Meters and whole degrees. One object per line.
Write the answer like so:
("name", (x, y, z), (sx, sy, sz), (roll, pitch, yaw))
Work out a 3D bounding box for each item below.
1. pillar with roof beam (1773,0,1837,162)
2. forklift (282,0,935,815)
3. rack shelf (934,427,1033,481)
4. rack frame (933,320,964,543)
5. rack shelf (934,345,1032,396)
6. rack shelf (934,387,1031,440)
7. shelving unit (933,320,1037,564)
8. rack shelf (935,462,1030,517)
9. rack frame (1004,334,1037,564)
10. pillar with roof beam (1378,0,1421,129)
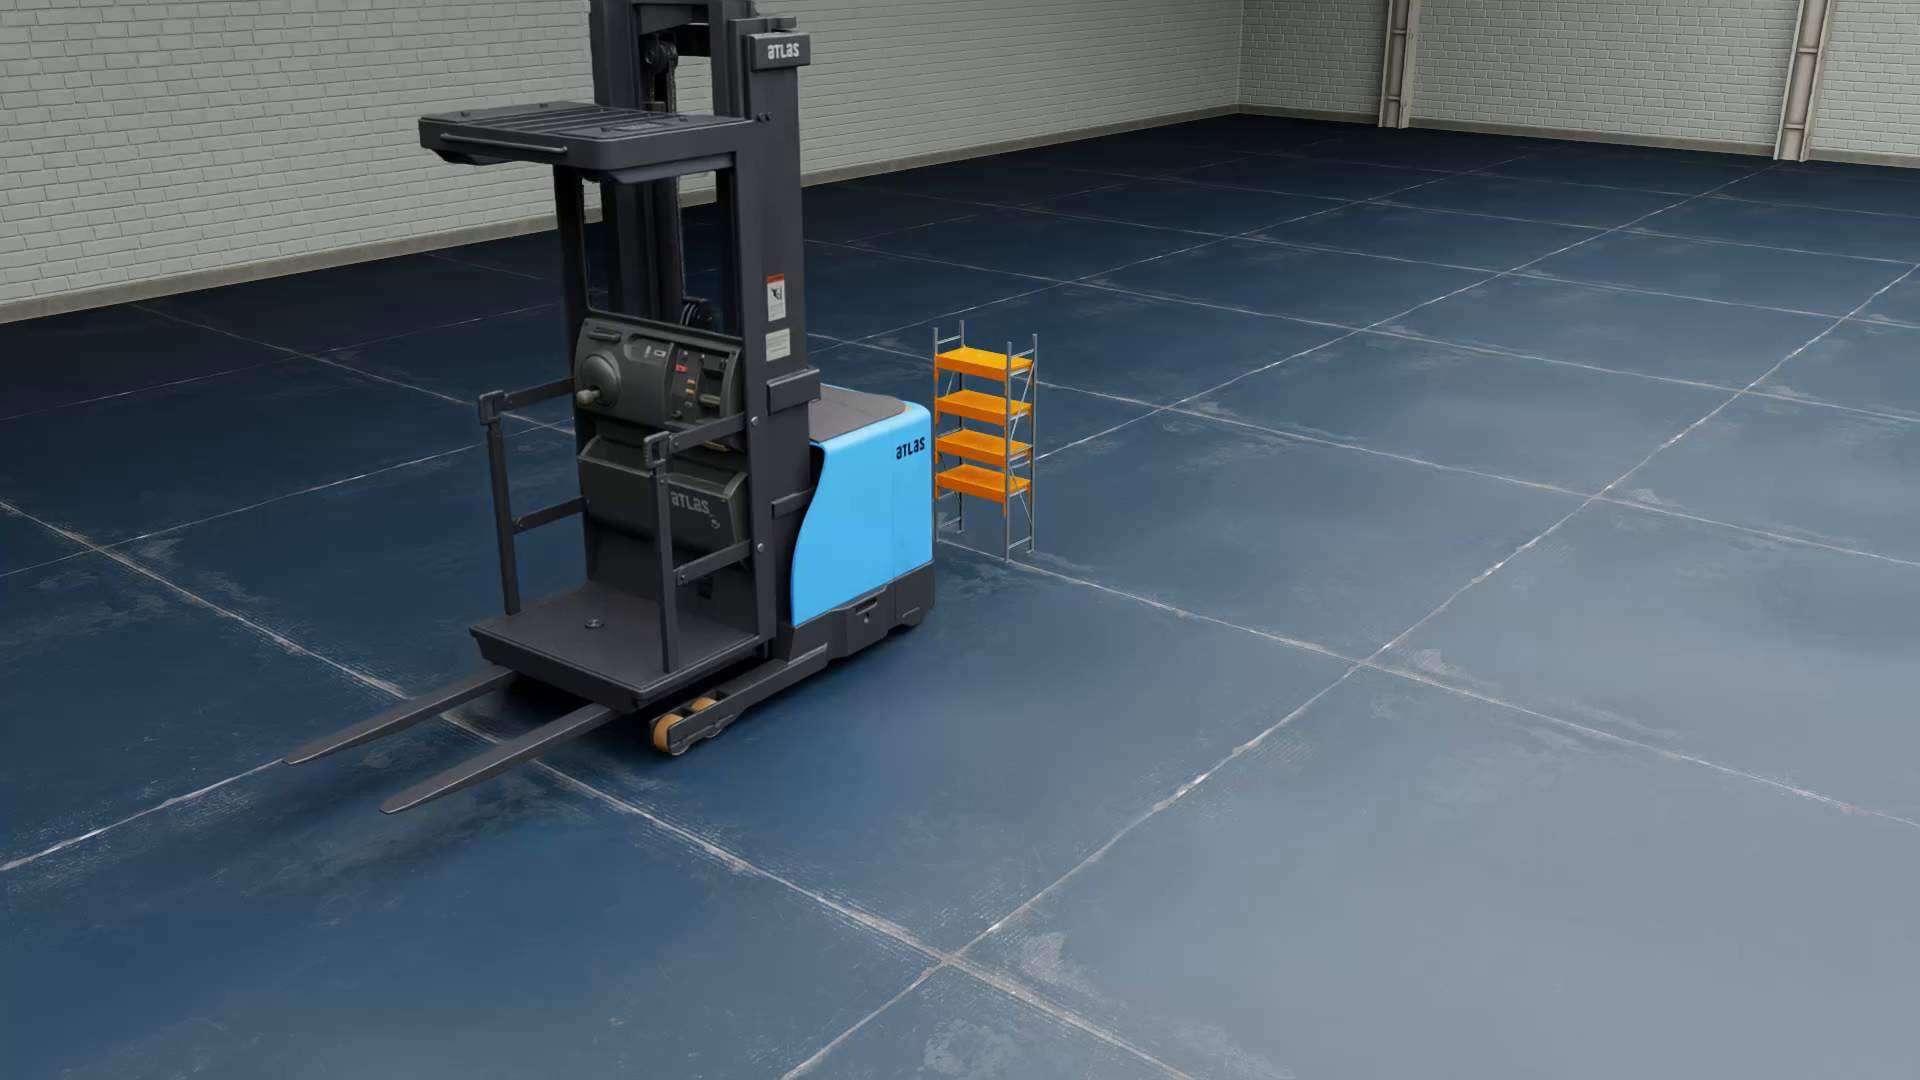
("pillar with roof beam", (8.939, -8.379, 18.634), (0.400, 9.000, 9.100), (16, 26, 36))
("forklift", (-1.406, -0.683, 6.824), (1.130, 2.935, 3.031), (15, 25, 34))
("rack shelf", (0.128, -0.462, 8.882), (0.480, 0.148, 0.258), (16, 26, 36))
("rack frame", (-0.061, -0.579, 9.003), (0.015, 1.200, 0.240), (16, 26, 36))
("rack shelf", (0.128, -0.892, 8.720), (0.480, 0.148, 0.258), (16, 26, 36))
("rack shelf", (0.128, -0.671, 8.803), (0.480, 0.148, 0.258), (16, 26, 36))
("shelving unit", (0.128, -0.524, 8.859), (0.503, 1.200, 0.258), (16, 26, 36))
("rack shelf", (0.128, -0.276, 8.952), (0.480, 0.148, 0.258), (16, 26, 36))
("rack frame", (0.317, -0.470, 8.714), (0.015, 1.200, 0.240), (16, 26, 36))
("pillar with roof beam", (4.291, -9.717, 22.183), (0.400, 9.000, 9.100), (16, 26, 36))
